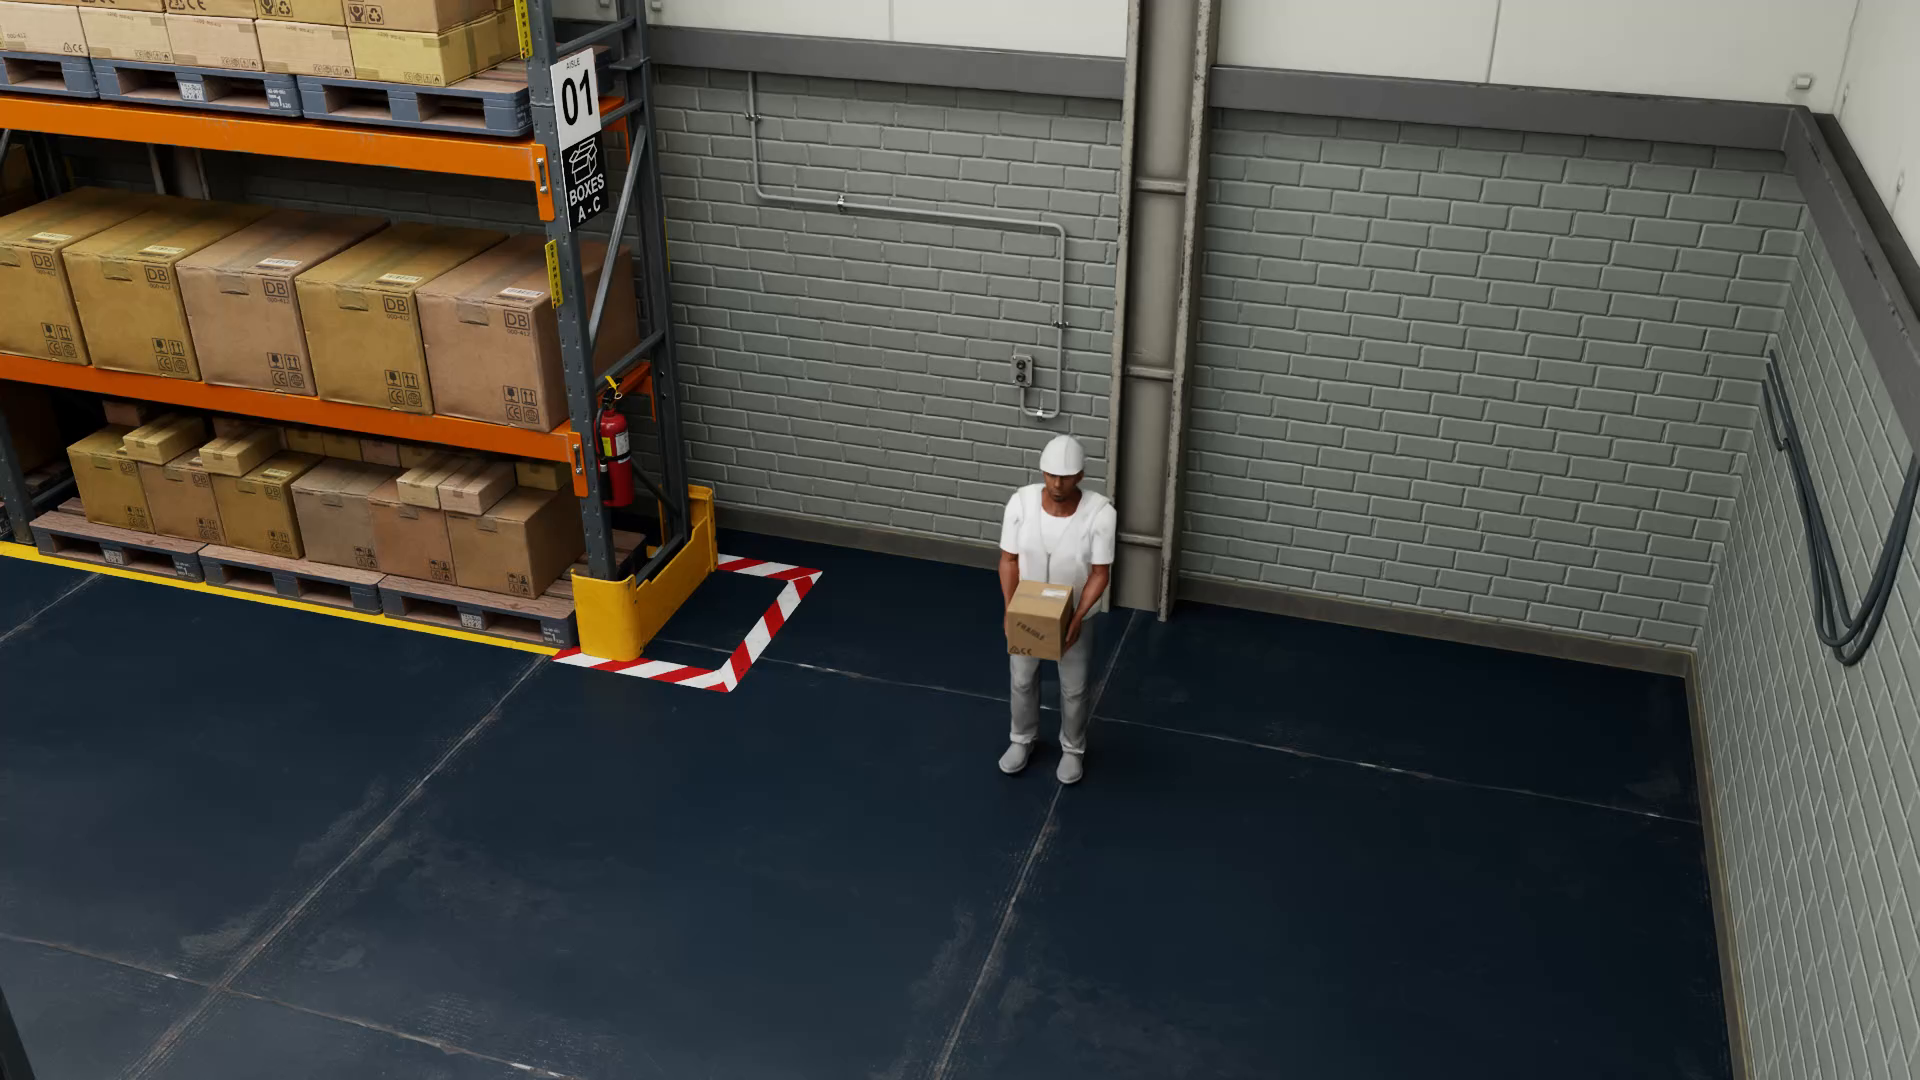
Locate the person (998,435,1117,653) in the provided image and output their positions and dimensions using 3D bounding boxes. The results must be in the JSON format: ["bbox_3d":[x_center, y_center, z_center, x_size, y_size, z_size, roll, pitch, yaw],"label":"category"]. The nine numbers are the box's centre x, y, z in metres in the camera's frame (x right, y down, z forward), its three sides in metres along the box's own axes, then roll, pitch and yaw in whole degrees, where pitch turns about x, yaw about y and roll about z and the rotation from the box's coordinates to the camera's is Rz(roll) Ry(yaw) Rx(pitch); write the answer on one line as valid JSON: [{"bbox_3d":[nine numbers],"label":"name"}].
[{"bbox_3d":[0.425,0.006,7.614,0.542,0.938,0.536,8,30,15],"label":"person"}]
